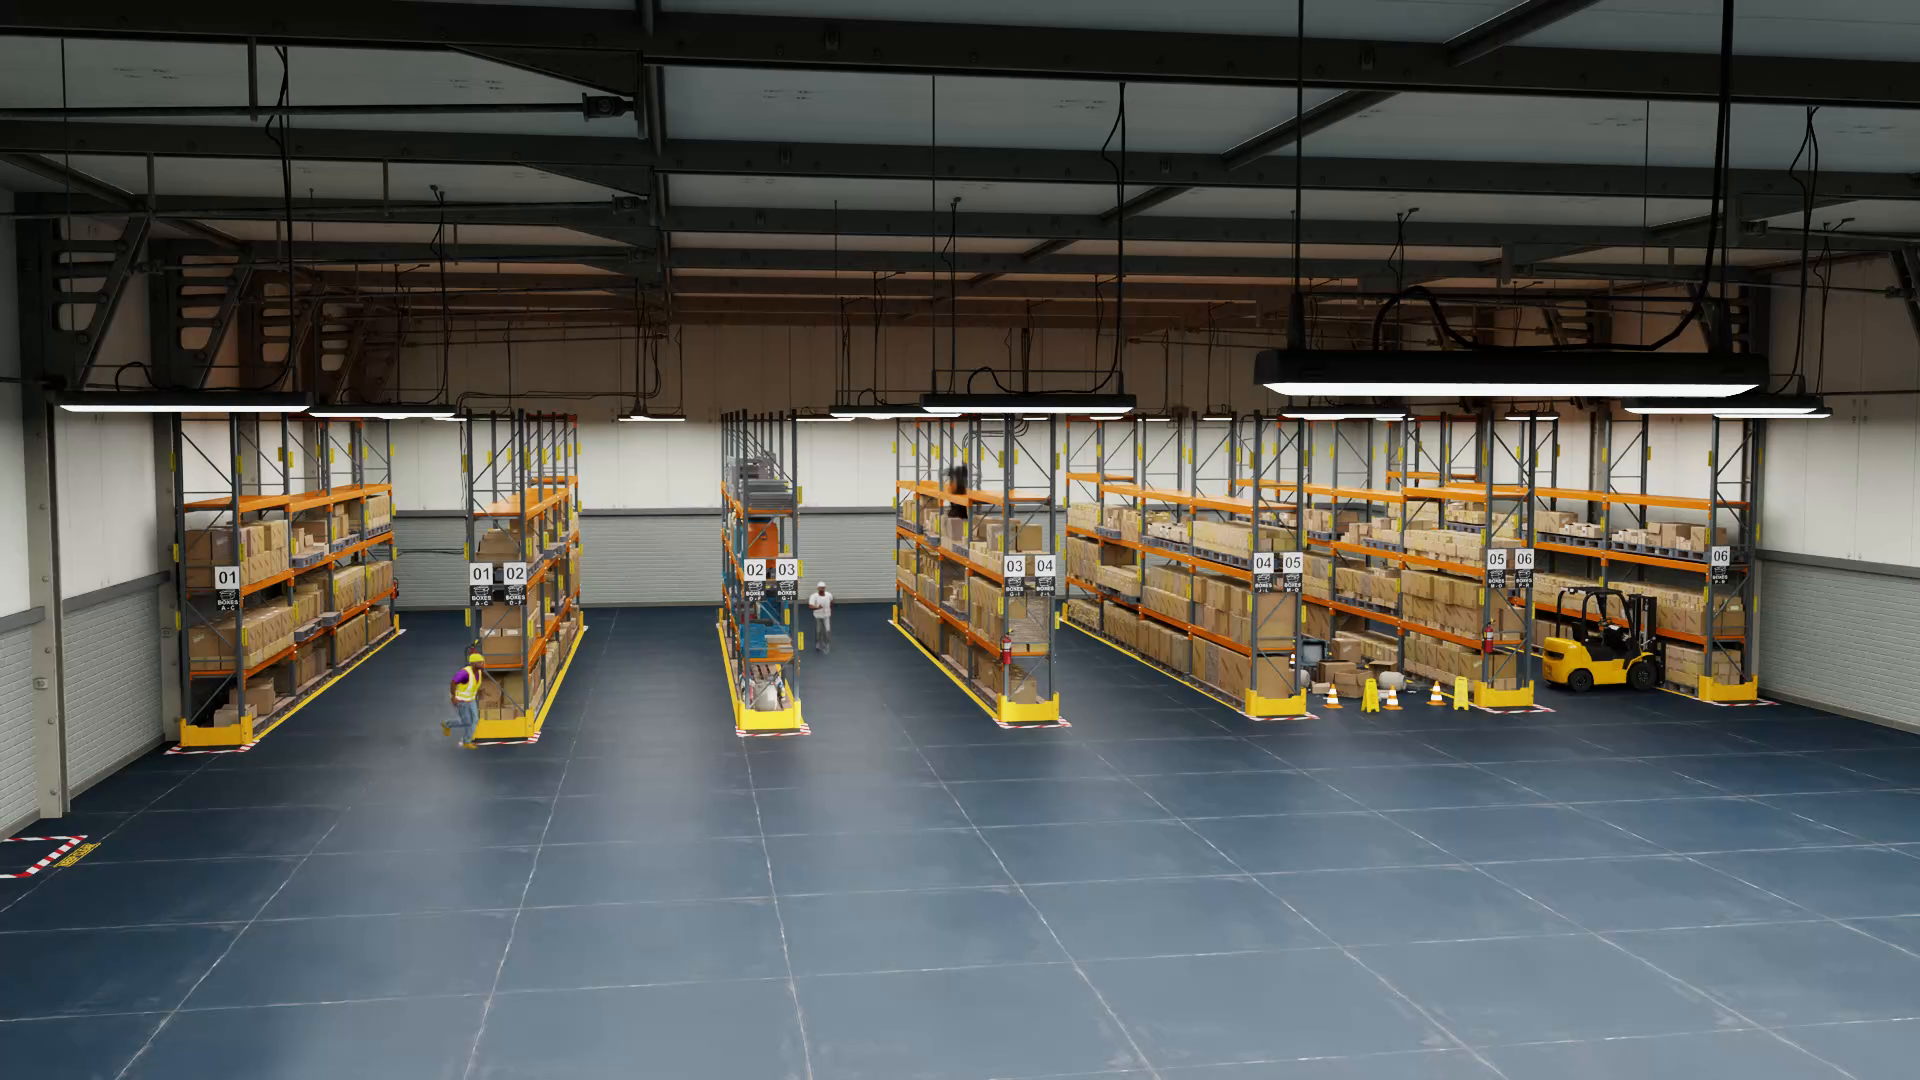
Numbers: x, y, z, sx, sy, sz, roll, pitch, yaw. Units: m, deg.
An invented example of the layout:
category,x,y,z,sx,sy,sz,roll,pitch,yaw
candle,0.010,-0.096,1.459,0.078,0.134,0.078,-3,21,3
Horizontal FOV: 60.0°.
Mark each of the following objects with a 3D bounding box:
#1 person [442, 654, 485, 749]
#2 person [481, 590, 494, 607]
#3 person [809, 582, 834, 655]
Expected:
category,x,y,z,sx,sy,sz,roll,pitch,yaw
person,-8.783,2.844,29.437,0.874,1.695,0.704,1,4,17
person,-12.225,1.878,43.495,0.681,1.626,0.933,-2,5,-29
person,-3.448,1.949,41.499,0.666,1.823,0.852,-1,4,-15
